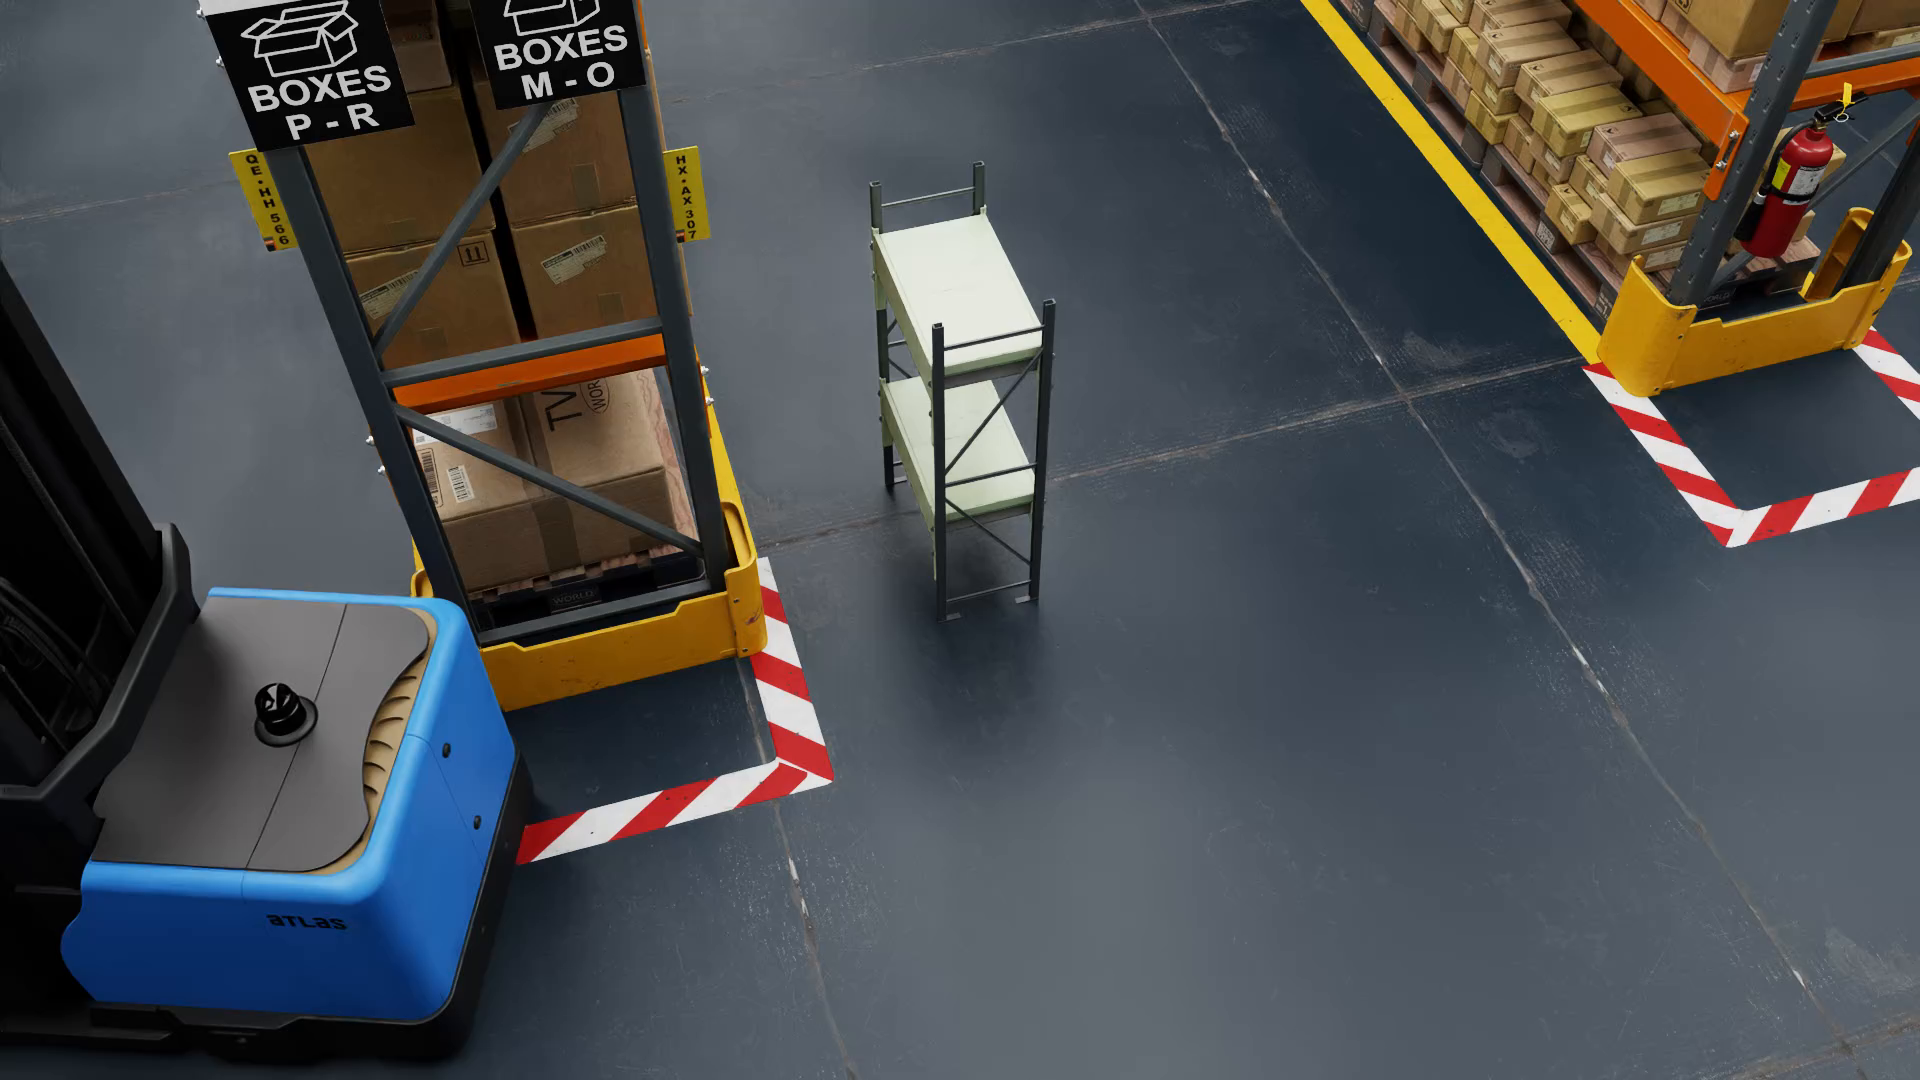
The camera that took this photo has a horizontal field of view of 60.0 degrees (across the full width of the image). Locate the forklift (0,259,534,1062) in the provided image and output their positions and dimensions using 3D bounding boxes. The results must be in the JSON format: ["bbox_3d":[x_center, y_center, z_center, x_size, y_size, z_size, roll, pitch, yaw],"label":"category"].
[{"bbox_3d":[-3.003,0.223,4.435,3.031,2.935,1.130,3,50,2],"label":"forklift"}]

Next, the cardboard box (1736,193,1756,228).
[{"bbox_3d":[3.470,-1.513,7.249,0.380,0.149,0.250,-11,51,-9],"label":"cardboard box"}]

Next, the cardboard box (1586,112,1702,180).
[{"bbox_3d":[2.962,-1.694,7.207,0.380,0.149,0.250,-12,51,-10],"label":"cardboard box"}]

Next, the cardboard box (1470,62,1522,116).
[{"bbox_3d":[2.630,-2.148,7.784,0.380,0.149,0.250,-13,51,-10],"label":"cardboard box"}]

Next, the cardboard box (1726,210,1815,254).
[{"bbox_3d":[3.531,-1.432,7.375,0.380,0.149,0.250,-12,51,-10],"label":"cardboard box"}]

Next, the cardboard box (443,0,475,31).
[{"bbox_3d":[-1.305,-1.628,4.806,0.380,0.149,0.250,-12,51,-10],"label":"cardboard box"}]

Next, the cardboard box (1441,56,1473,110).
[{"bbox_3d":[2.574,-2.245,8.060,0.380,0.149,0.250,-12,51,-10],"label":"cardboard box"}]

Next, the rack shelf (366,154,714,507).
[{"bbox_3d":[-1.910,-1.796,6.562,1.077,0.370,4.000,-13,51,-11],"label":"rack shelf"}]

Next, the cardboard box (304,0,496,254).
[{"bbox_3d":[-1.689,-1.220,4.887,0.500,0.500,0.500,-12,51,-10],"label":"cardboard box"}]

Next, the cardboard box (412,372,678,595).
[{"bbox_3d":[-1.610,-0.336,6.262,0.875,0.438,0.875,-15,51,-12],"label":"cardboard box"}]

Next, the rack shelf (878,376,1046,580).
[{"bbox_3d":[-0.002,-0.278,6.220,0.431,0.370,0.720,-13,51,-11],"label":"rack shelf"}]

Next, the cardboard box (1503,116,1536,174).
[{"bbox_3d":[2.771,-1.869,7.743,0.380,0.149,0.250,-13,51,-11],"label":"cardboard box"}]

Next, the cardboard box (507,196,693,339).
[{"bbox_3d":[-1.186,-1.015,5.368,0.500,0.500,0.500,-14,51,-11],"label":"cardboard box"}]

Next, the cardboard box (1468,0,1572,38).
[{"bbox_3d":[2.643,-2.459,7.852,0.380,0.149,0.250,-15,51,-12],"label":"cardboard box"}]

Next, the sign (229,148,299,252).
[{"bbox_3d":[-1.841,-0.904,4.428,0.100,0.325,0.005,-13,51,-11],"label":"sign"}]

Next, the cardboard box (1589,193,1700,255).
[{"bbox_3d":[2.951,-1.393,7.148,0.380,0.149,0.250,-15,51,-12],"label":"cardboard box"}]

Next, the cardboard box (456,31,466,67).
[{"bbox_3d":[-2.010,-1.635,5.891,0.500,0.500,0.500,-12,51,-10],"label":"cardboard box"}]

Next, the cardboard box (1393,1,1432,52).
[{"bbox_3d":[2.420,-2.621,8.377,0.380,0.149,0.250,-15,51,-12],"label":"cardboard box"}]

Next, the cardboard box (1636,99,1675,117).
[{"bbox_3d":[3.286,-1.885,7.562,0.380,0.149,0.250,-13,51,-11],"label":"cardboard box"}]

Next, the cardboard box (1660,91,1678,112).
[{"bbox_3d":[3.401,-2.015,7.477,0.380,0.149,0.250,-13,51,-11],"label":"cardboard box"}]

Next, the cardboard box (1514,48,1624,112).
[{"bbox_3d":[2.748,-2.058,7.514,0.380,0.149,0.250,-15,52,-12],"label":"cardboard box"}]

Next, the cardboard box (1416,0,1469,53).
[{"bbox_3d":[2.464,-2.534,8.109,0.380,0.149,0.250,-13,51,-11],"label":"cardboard box"}]

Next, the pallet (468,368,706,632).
[{"bbox_3d":[-1.630,-0.234,6.599,1.003,0.211,1.213,-13,51,-11],"label":"pallet"}]

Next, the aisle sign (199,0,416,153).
[{"bbox_3d":[-1.594,-1.282,3.958,0.394,0.787,0.004,-13,51,-11],"label":"aisle sign"}]

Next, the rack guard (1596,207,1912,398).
[{"bbox_3d":[3.358,-1.010,7.064,1.175,0.500,0.348,-13,51,-11],"label":"rack guard"}]

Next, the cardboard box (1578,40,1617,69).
[{"bbox_3d":[3.145,-2.269,7.886,0.380,0.149,0.250,-16,52,-13],"label":"cardboard box"}]

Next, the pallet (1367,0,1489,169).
[{"bbox_3d":[2.794,-2.408,8.431,1.003,0.211,1.213,-13,51,-11],"label":"pallet"}]

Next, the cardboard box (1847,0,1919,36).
[{"bbox_3d":[3.511,-2.278,6.239,0.500,0.500,0.500,-11,51,-9],"label":"cardboard box"}]

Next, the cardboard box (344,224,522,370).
[{"bbox_3d":[-1.714,-0.892,5.264,0.500,0.500,0.500,-13,51,-11],"label":"cardboard box"}]

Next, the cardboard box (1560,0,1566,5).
[{"bbox_3d":[2.976,-2.746,8.094,0.380,0.149,0.250,-13,51,-11],"label":"cardboard box"}]

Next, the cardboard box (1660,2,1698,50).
[{"bbox_3d":[2.976,-2.043,6.465,0.380,0.149,0.250,-13,51,-11],"label":"cardboard box"}]

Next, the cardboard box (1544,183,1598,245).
[{"bbox_3d":[2.852,-1.479,7.414,0.380,0.149,0.250,-12,51,-10],"label":"cardboard box"}]

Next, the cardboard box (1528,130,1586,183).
[{"bbox_3d":[2.796,-1.772,7.467,0.380,0.149,0.250,-15,52,-12],"label":"cardboard box"}]

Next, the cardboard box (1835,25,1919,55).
[{"bbox_3d":[3.597,-1.990,6.420,0.380,0.149,0.250,-14,51,-11],"label":"cardboard box"}]

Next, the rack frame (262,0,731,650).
[{"bbox_3d":[-1.319,-0.567,5.056,1.000,3.000,0.127,-13,51,-11],"label":"rack frame"}]

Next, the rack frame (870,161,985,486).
[{"bbox_3d":[-0.110,-0.756,6.196,0.400,1.500,0.023,-13,51,-11],"label":"rack frame"}]

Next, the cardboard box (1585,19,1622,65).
[{"bbox_3d":[3.176,-2.382,7.787,0.380,0.149,0.250,-12,51,-10],"label":"cardboard box"}]

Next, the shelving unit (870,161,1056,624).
[{"bbox_3d":[-0.002,-0.488,5.970,0.431,1.500,0.755,-13,51,-11],"label":"shelving unit"}]

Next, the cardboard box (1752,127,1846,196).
[{"bbox_3d":[3.550,-1.628,7.151,0.380,0.149,0.250,-15,52,-13],"label":"cardboard box"}]

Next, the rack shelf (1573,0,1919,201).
[{"bbox_3d":[2.789,-2.989,7.568,1.077,0.370,4.000,-13,51,-11],"label":"rack shelf"}]
